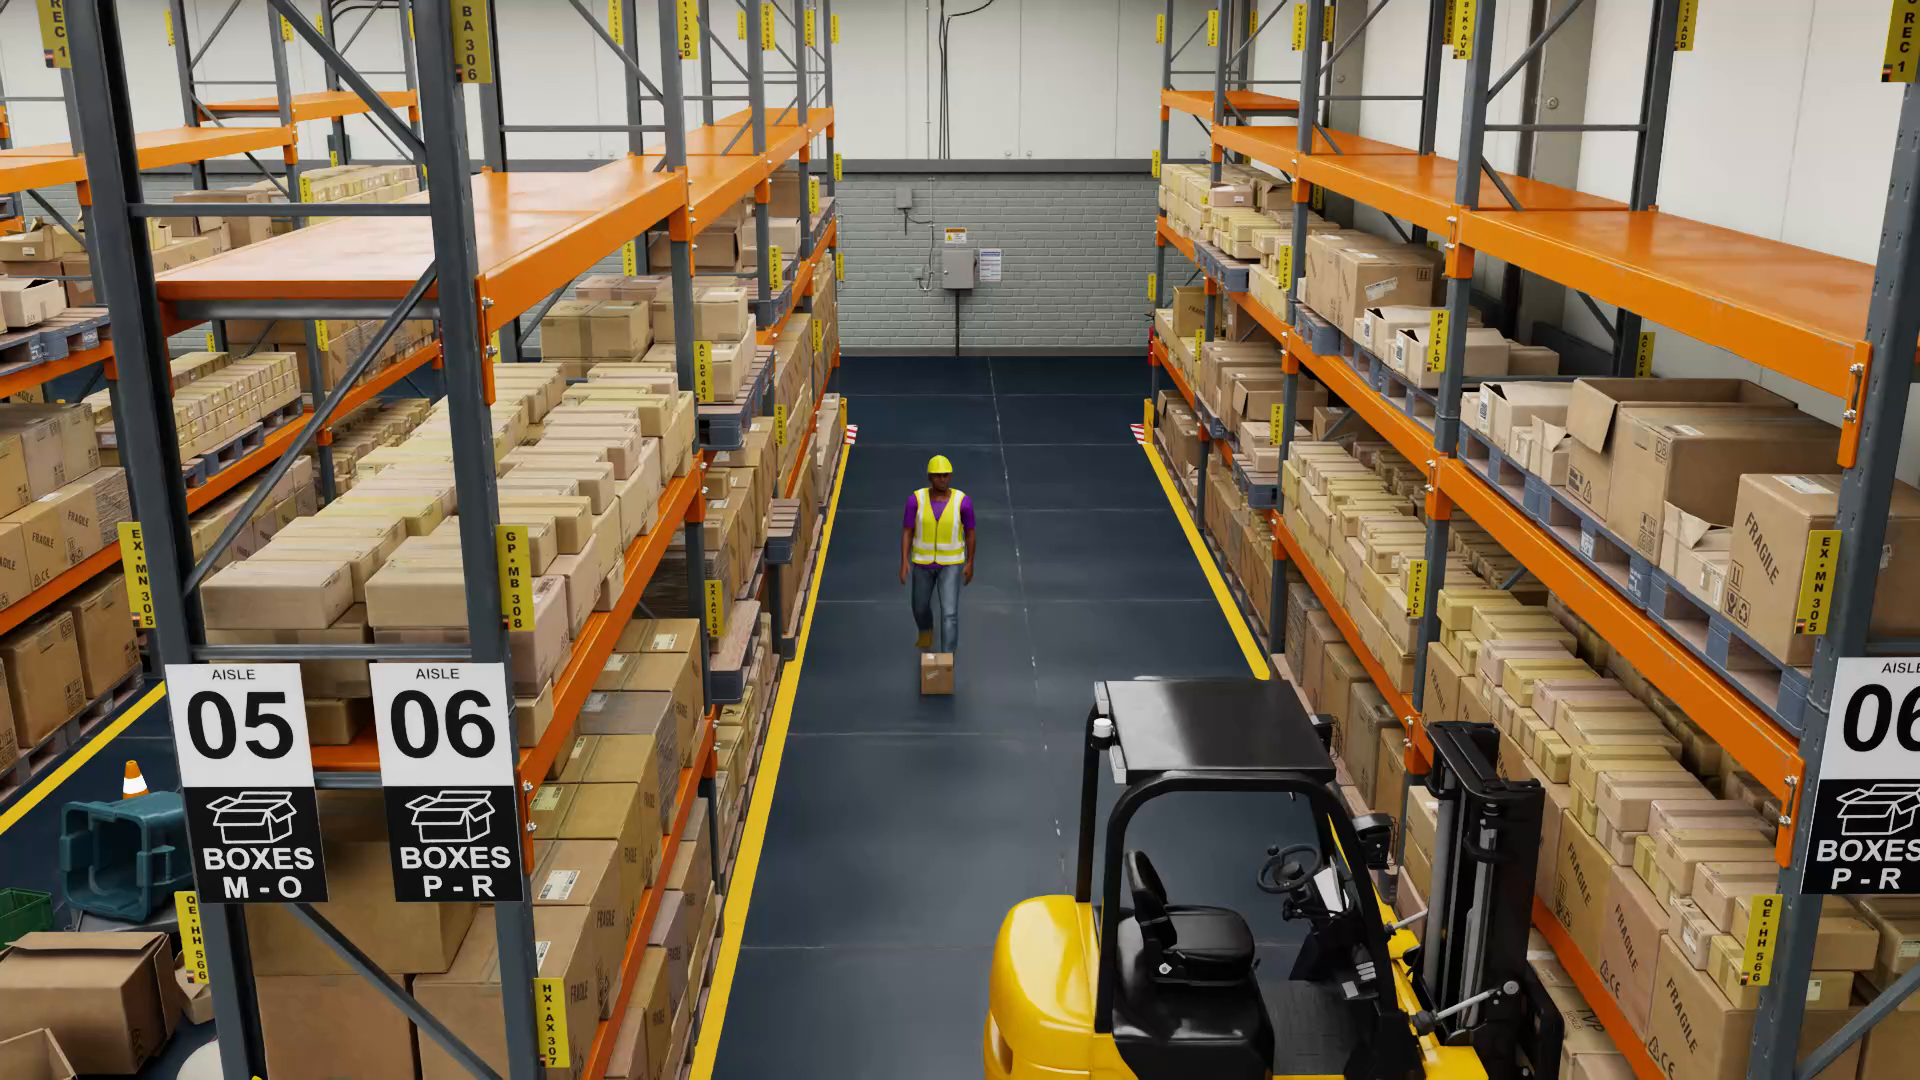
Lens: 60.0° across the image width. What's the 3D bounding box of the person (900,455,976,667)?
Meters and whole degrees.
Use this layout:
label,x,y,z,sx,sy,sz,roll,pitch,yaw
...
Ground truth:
label,x,y,z,sx,sy,sz,roll,pitch,yaw
person,-0.183,0.196,13.366,0.583,1.742,0.889,2,17,7
